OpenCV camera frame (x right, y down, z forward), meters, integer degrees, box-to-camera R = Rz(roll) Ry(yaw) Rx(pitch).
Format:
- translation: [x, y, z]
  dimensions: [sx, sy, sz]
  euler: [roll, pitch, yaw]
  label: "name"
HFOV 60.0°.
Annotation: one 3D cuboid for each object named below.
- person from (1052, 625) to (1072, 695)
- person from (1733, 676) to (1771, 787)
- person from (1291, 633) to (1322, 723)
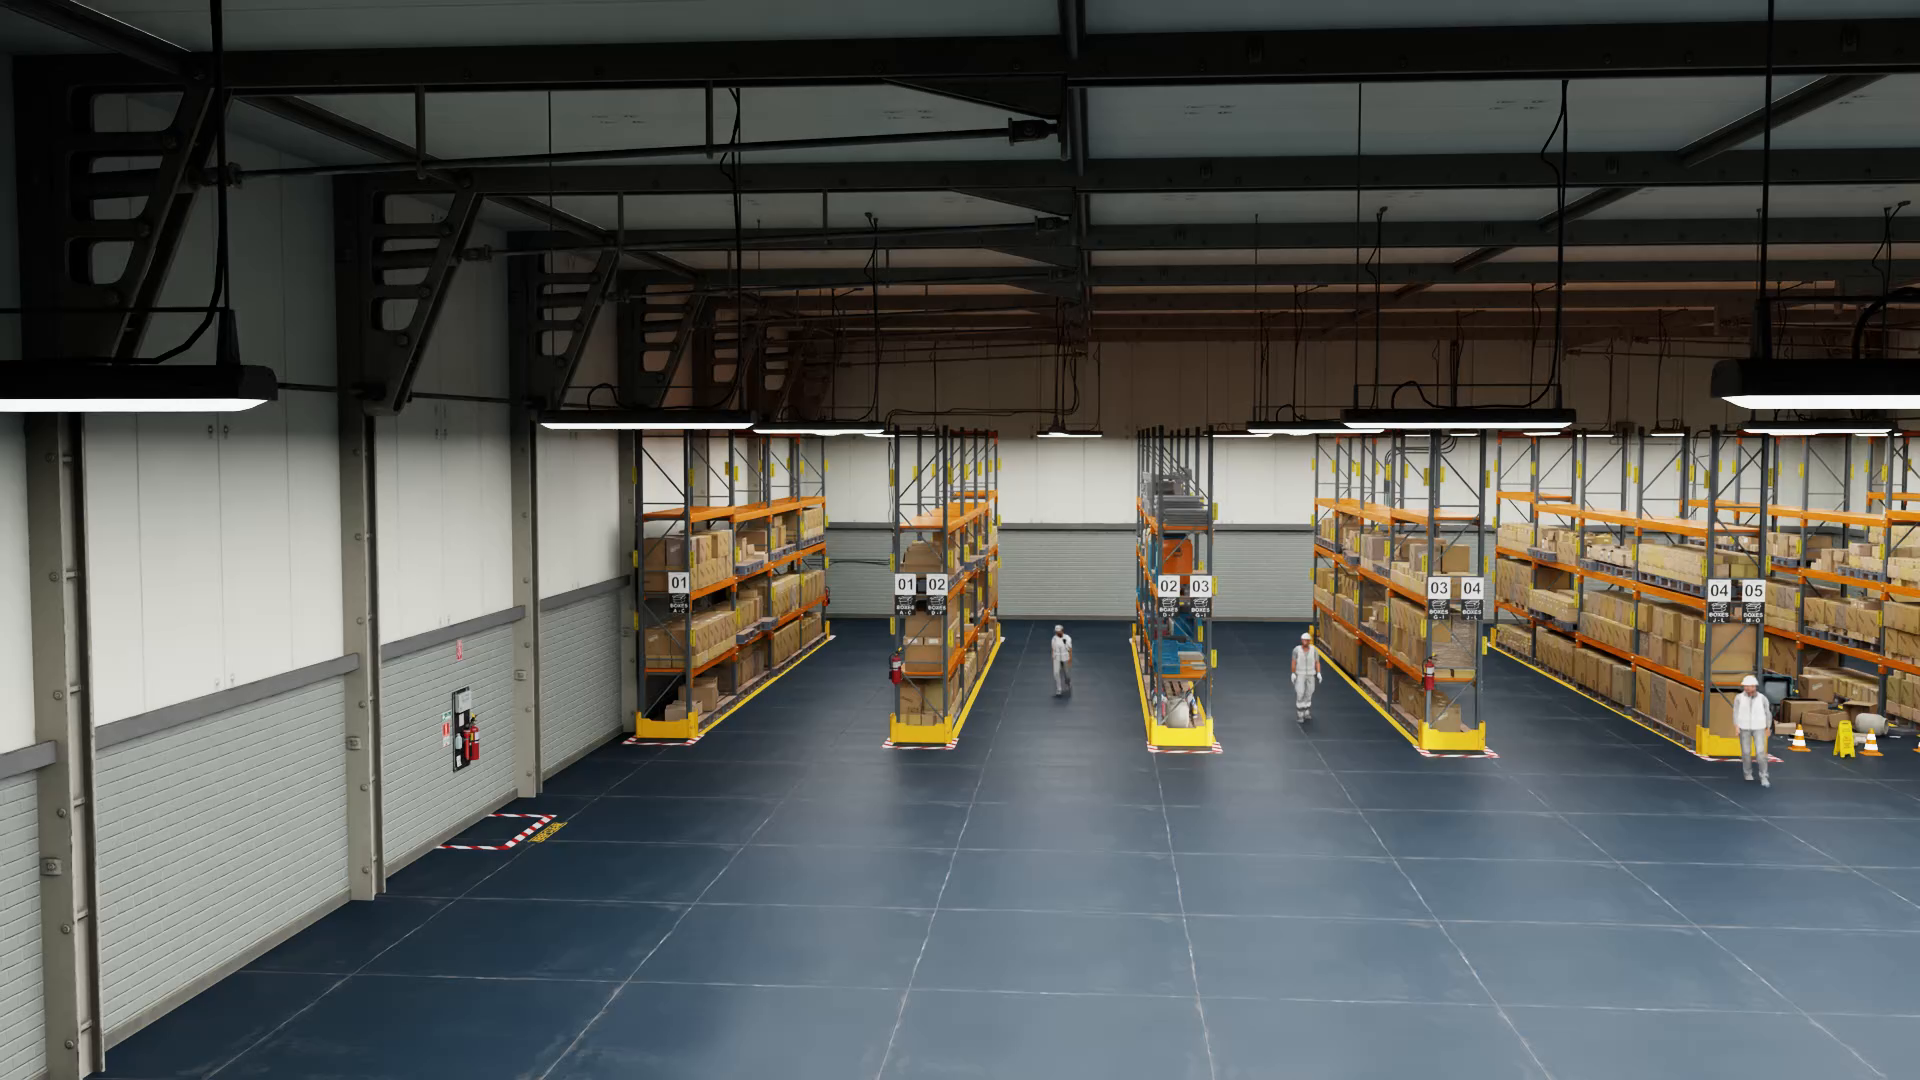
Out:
- translation: [2.297, 2.686, 37.552]
  dimensions: [0.470, 1.549, 0.968]
  euler: [1, 3, 10]
  label: "person"
- translation: [13.236, 3.168, 27.780]
  dimensions: [0.638, 1.771, 0.662]
  euler: [2, 4, 31]
  label: "person"
- translation: [7.065, 2.810, 33.913]
  dimensions: [0.585, 1.852, 0.511]
  euler: [0, 3, 2]
  label: "person"
